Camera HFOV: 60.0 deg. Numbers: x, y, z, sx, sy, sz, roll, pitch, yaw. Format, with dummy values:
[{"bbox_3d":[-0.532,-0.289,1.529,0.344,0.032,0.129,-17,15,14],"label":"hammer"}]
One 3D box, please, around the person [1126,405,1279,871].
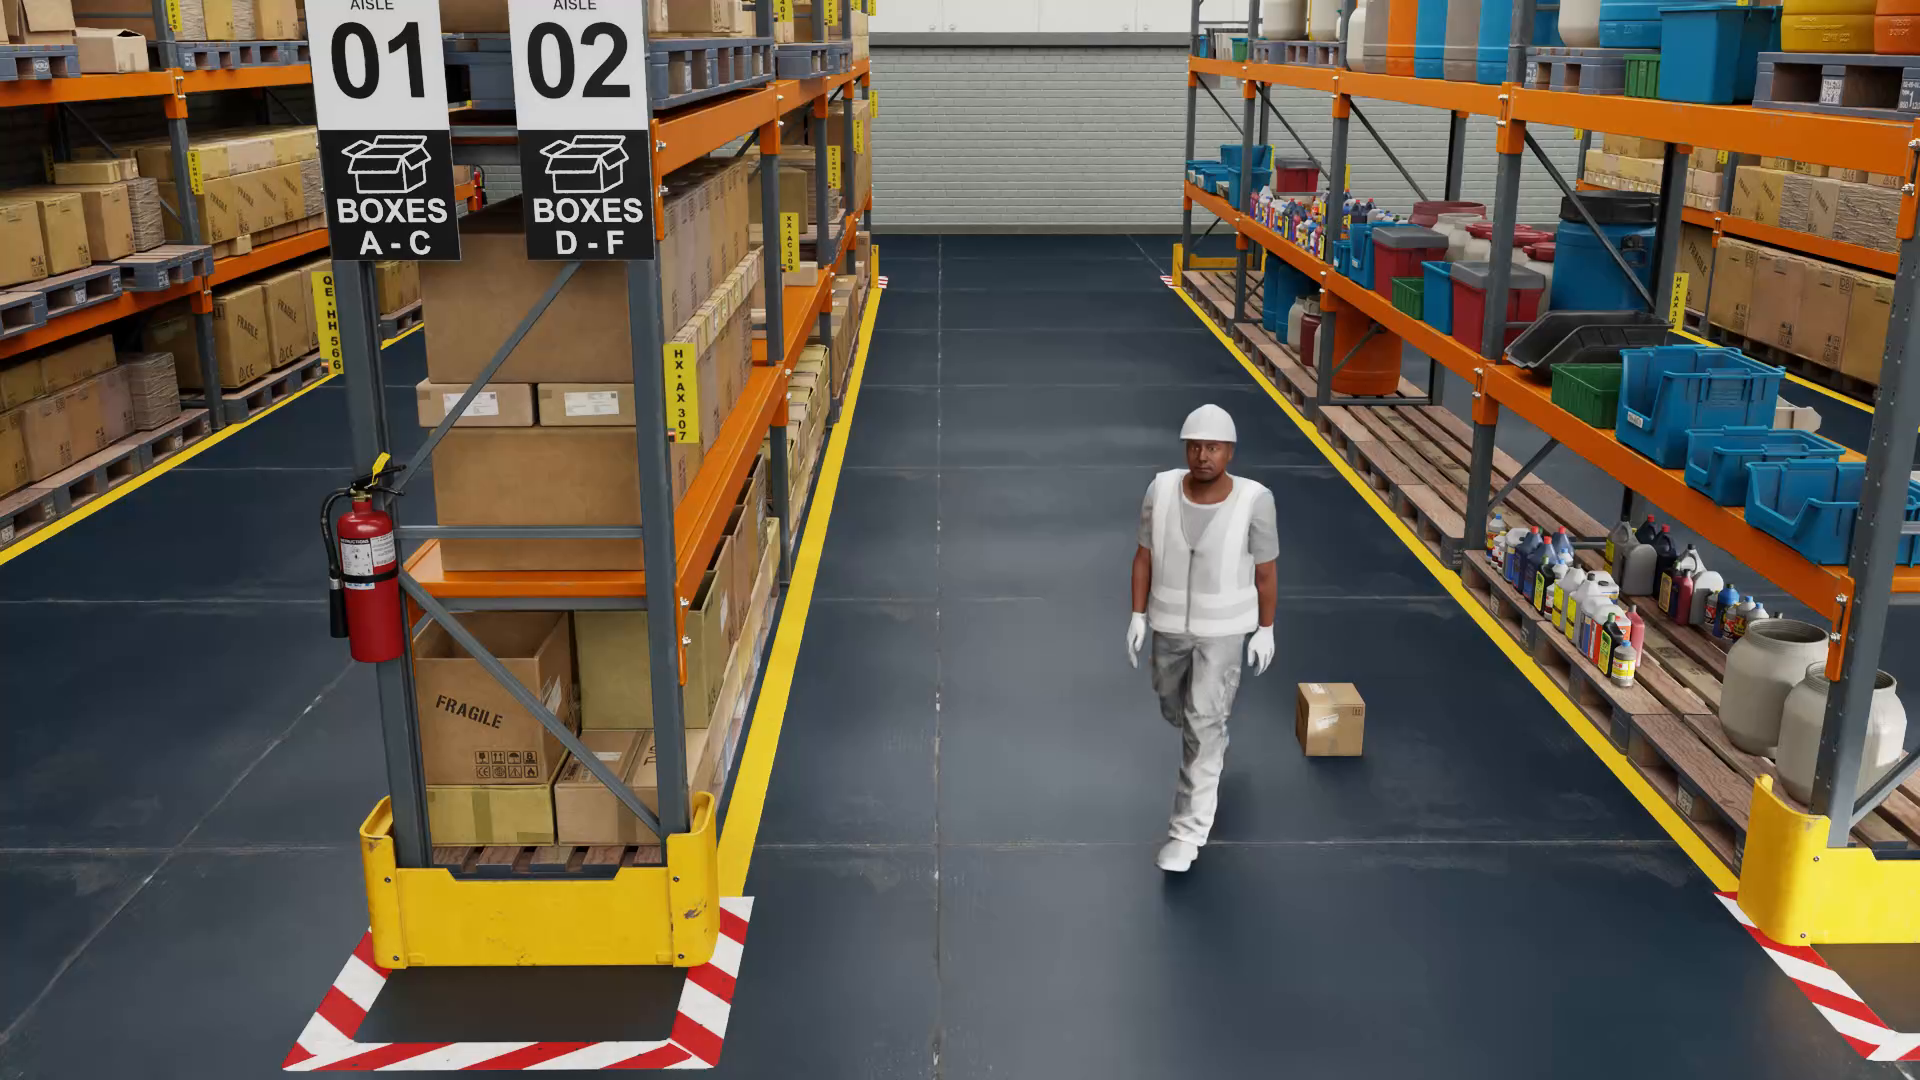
[{"bbox_3d":[0.944,0.322,6.469,0.547,1.751,1.022,9,19,28],"label":"person"}]
